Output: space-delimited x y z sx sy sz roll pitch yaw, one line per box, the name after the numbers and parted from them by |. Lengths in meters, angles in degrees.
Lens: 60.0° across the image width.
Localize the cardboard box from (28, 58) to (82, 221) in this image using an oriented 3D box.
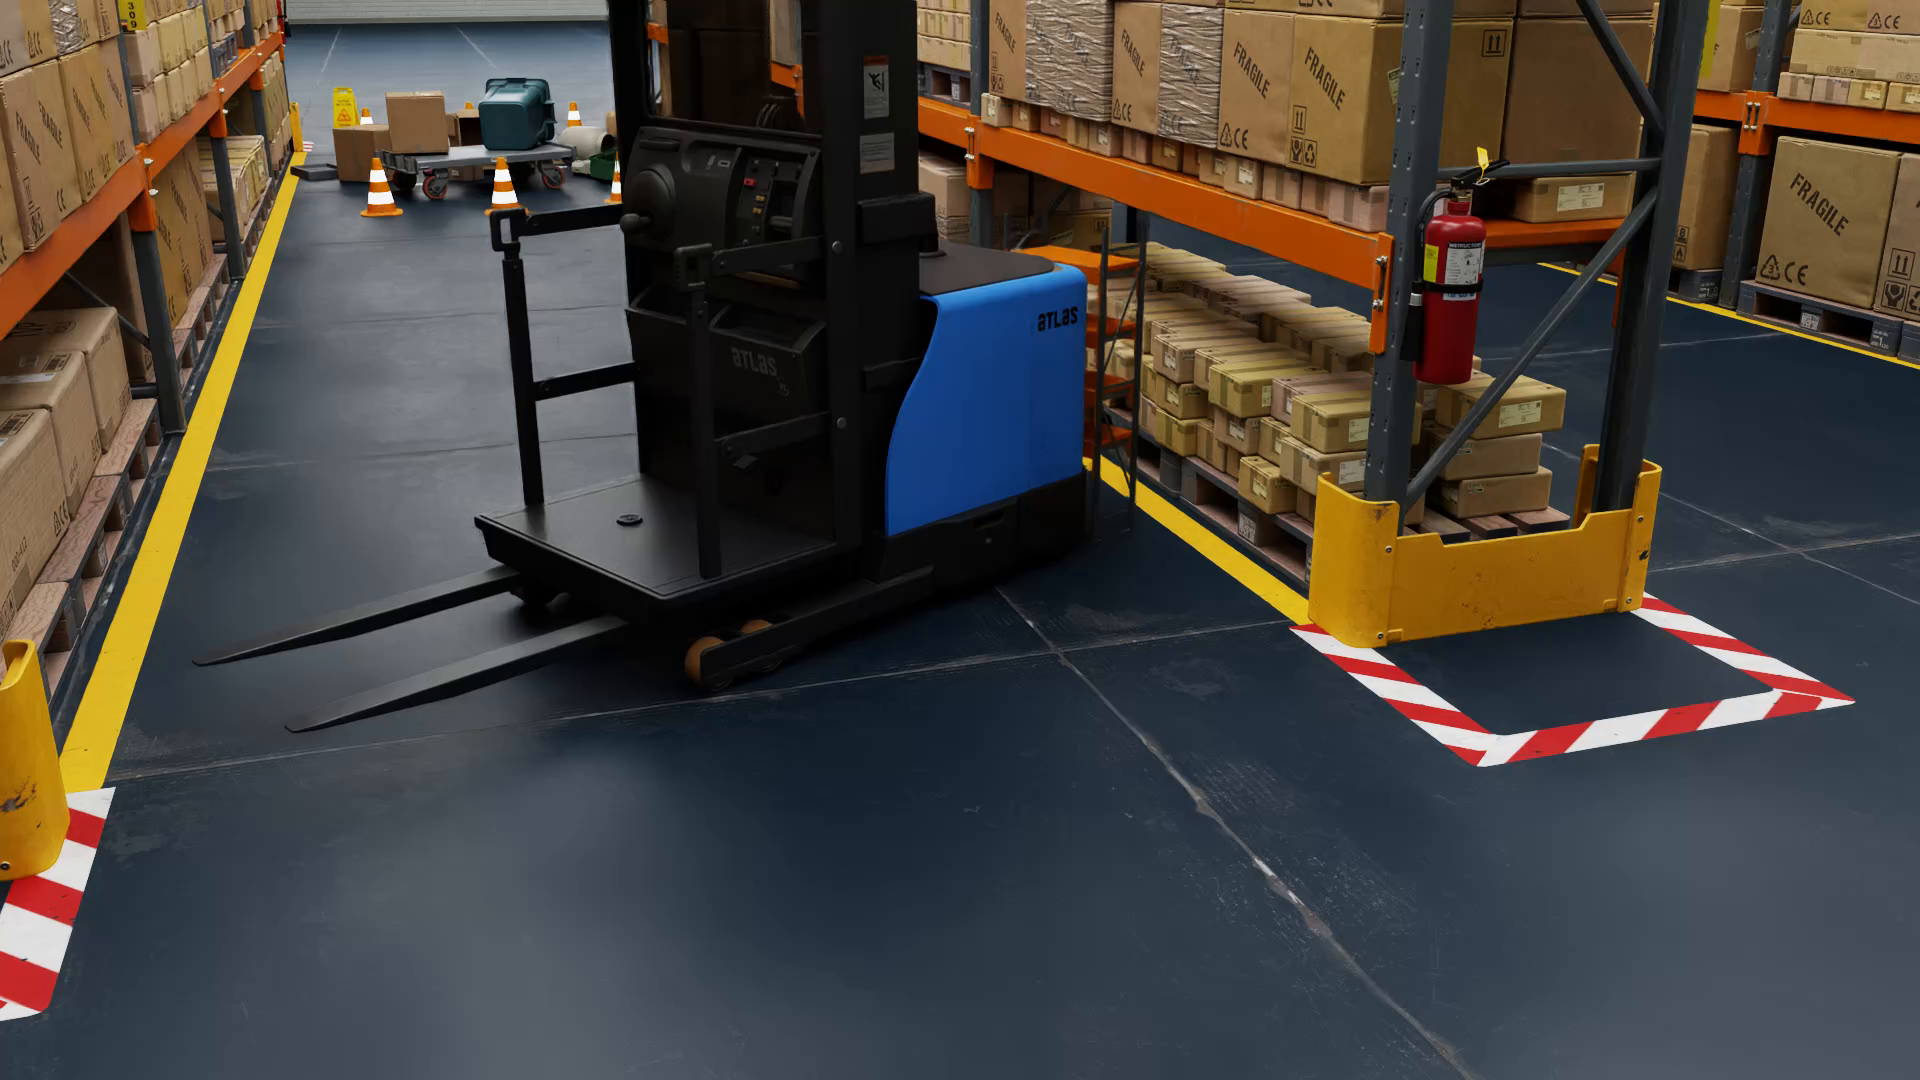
-3.244 -1.301 5.452 0.500 0.500 0.500 -6 21 -15 | cardboard box

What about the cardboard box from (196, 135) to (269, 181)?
-6.468 -3.229 14.236 0.950 0.372 0.625 -6 21 -17 | cardboard box

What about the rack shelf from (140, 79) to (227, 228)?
-4.750 -2.172 9.092 1.077 0.370 4.000 -6 21 -17 | rack shelf

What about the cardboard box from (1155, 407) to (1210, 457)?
1.032 -0.465 6.871 0.380 0.149 0.250 -7 21 -20 | cardboard box

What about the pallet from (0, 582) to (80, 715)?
-3.189 0.479 4.772 1.003 0.211 1.213 -6 21 -17 | pallet

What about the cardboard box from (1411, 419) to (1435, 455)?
1.850 -0.429 6.330 0.380 0.149 0.250 -6 21 -17 | cardboard box

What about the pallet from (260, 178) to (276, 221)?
-6.389 -2.874 14.107 1.003 0.211 1.213 -6 21 -17 | pallet

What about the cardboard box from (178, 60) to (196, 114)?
-4.467 -2.461 9.053 0.500 0.250 0.500 -7 21 -18 | cardboard box

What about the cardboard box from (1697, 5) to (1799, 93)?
4.880 -3.090 10.435 0.500 0.500 0.500 -6 21 -17 | cardboard box

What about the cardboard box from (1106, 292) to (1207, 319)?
0.885 -1.010 7.507 0.380 0.149 0.250 -7 21 -19 | cardboard box

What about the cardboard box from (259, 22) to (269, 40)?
-6.823 -4.865 15.895 0.380 0.149 0.250 -6 21 -17 | cardboard box

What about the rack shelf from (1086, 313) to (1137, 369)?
0.425 -0.785 6.362 0.480 0.148 0.258 19 26 42 | rack shelf

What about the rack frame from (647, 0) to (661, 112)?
-3.225 -6.278 19.459 1.000 3.000 0.127 -6 21 -17 | rack frame

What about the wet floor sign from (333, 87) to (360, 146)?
-6.937 -4.787 18.789 0.267 0.644 0.232 1 20 2 | wet floor sign

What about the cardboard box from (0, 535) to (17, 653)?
-3.166 0.221 4.532 0.875 0.438 0.875 -7 21 -19 | cardboard box

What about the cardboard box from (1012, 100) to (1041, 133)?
0.476 -2.109 8.221 0.380 0.149 0.250 -6 21 -16 | cardboard box

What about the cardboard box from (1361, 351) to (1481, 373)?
1.803 -0.654 6.517 0.380 0.149 0.250 -6 21 -17 | cardboard box

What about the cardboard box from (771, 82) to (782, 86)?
-1.688 -3.944 15.666 1.050 0.750 0.750 -6 21 -17 | cardboard box

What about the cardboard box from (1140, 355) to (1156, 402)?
0.964 -0.695 7.069 0.380 0.149 0.250 -5 20 -14 | cardboard box

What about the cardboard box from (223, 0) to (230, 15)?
-5.794 -4.204 12.474 0.500 0.500 0.500 -7 21 -19 | cardboard box

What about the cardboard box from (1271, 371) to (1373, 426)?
1.372 -0.510 6.114 0.380 0.149 0.250 -6 21 -16 | cardboard box

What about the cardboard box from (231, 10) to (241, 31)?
-5.947 -4.133 13.237 0.380 0.149 0.250 -6 21 -17 | cardboard box

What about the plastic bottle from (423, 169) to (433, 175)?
-5.261 -3.667 16.535 0.133 0.061 0.283 -3 20 -8 | plastic bottle

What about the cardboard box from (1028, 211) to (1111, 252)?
0.566 -1.714 9.828 0.500 0.500 0.500 -6 20 -15 | cardboard box

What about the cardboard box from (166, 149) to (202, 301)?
-4.964 -1.833 9.605 0.875 0.875 0.875 -6 21 -17 | cardboard box

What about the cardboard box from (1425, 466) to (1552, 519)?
1.943 -0.202 6.138 0.380 0.149 0.250 -6 21 -16 | cardboard box

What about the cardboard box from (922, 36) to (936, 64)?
-0.004 -2.857 9.685 0.380 0.149 0.250 -7 21 -20 | cardboard box

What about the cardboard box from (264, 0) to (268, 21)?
-7.012 -5.275 16.079 0.500 0.500 0.500 -6 21 -17 | cardboard box

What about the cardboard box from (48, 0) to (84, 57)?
-3.390 -1.939 5.750 0.500 0.500 0.500 -6 21 -16 | cardboard box

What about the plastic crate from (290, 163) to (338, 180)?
-6.351 -3.653 16.469 0.402 0.080 0.583 -15 25 -36 | plastic crate

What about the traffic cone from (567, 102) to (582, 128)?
-4.407 -4.763 18.993 0.336 0.463 0.334 -6 21 -17 | traffic cone

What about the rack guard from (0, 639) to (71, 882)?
-2.856 0.599 4.010 1.175 0.500 0.348 -6 21 -17 | rack guard

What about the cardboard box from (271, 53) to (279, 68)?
-7.138 -4.861 16.889 0.380 0.149 0.250 -6 21 -16 | cardboard box

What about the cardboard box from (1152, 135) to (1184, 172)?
1.013 -1.606 6.823 0.380 0.149 0.250 -6 21 -16 | cardboard box

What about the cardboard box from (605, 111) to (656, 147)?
-3.430 -4.209 17.391 0.500 0.500 0.500 -3 20 -8 | cardboard box

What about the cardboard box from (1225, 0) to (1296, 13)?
1.264 -2.085 5.716 0.500 0.500 0.500 -7 21 -19 | cardboard box

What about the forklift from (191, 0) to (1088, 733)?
-0.920 -1.110 5.170 1.130 2.935 3.031 19 27 41 | forklift

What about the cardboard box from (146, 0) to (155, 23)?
-4.173 -2.719 7.922 0.500 0.500 0.500 -7 21 -18 | cardboard box

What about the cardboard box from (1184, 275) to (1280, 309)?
1.289 -1.151 7.901 0.380 0.149 0.250 -7 21 -20 | cardboard box

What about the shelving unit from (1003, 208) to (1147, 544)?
0.424 -0.638 6.414 0.503 1.200 0.258 19 26 42 | shelving unit

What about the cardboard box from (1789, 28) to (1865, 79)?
5.186 -2.813 9.592 0.500 0.250 0.500 -7 21 -18 | cardboard box

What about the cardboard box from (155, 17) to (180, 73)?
-4.316 -2.534 8.517 0.500 0.250 0.500 -6 21 -17 | cardboard box

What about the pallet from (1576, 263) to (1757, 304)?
4.973 -1.849 11.253 1.003 0.211 1.213 -6 21 -17 | pallet

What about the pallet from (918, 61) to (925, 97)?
-0.050 -2.990 10.587 1.003 0.211 1.213 -6 21 -17 | pallet

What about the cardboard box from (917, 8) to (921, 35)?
-0.096 -3.089 9.889 0.380 0.149 0.250 -8 21 -20 | cardboard box

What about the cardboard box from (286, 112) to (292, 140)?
-7.376 -4.385 17.634 0.500 0.250 0.500 -6 21 -17 | cardboard box

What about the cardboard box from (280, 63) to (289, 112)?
-7.393 -4.747 17.533 0.500 0.500 0.500 -6 21 -17 | cardboard box

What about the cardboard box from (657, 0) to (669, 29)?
-2.815 -5.868 18.093 0.875 0.550 0.550 -6 21 -17 | cardboard box

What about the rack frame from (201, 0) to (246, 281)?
-5.378 -3.153 10.757 1.000 3.000 0.127 -6 21 -17 | rack frame

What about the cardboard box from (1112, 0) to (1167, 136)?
0.946 -1.936 6.782 0.500 0.500 0.500 -5 20 -14 | cardboard box

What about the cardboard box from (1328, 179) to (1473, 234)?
1.433 -1.100 5.414 0.380 0.149 0.250 -6 21 -17 | cardboard box
